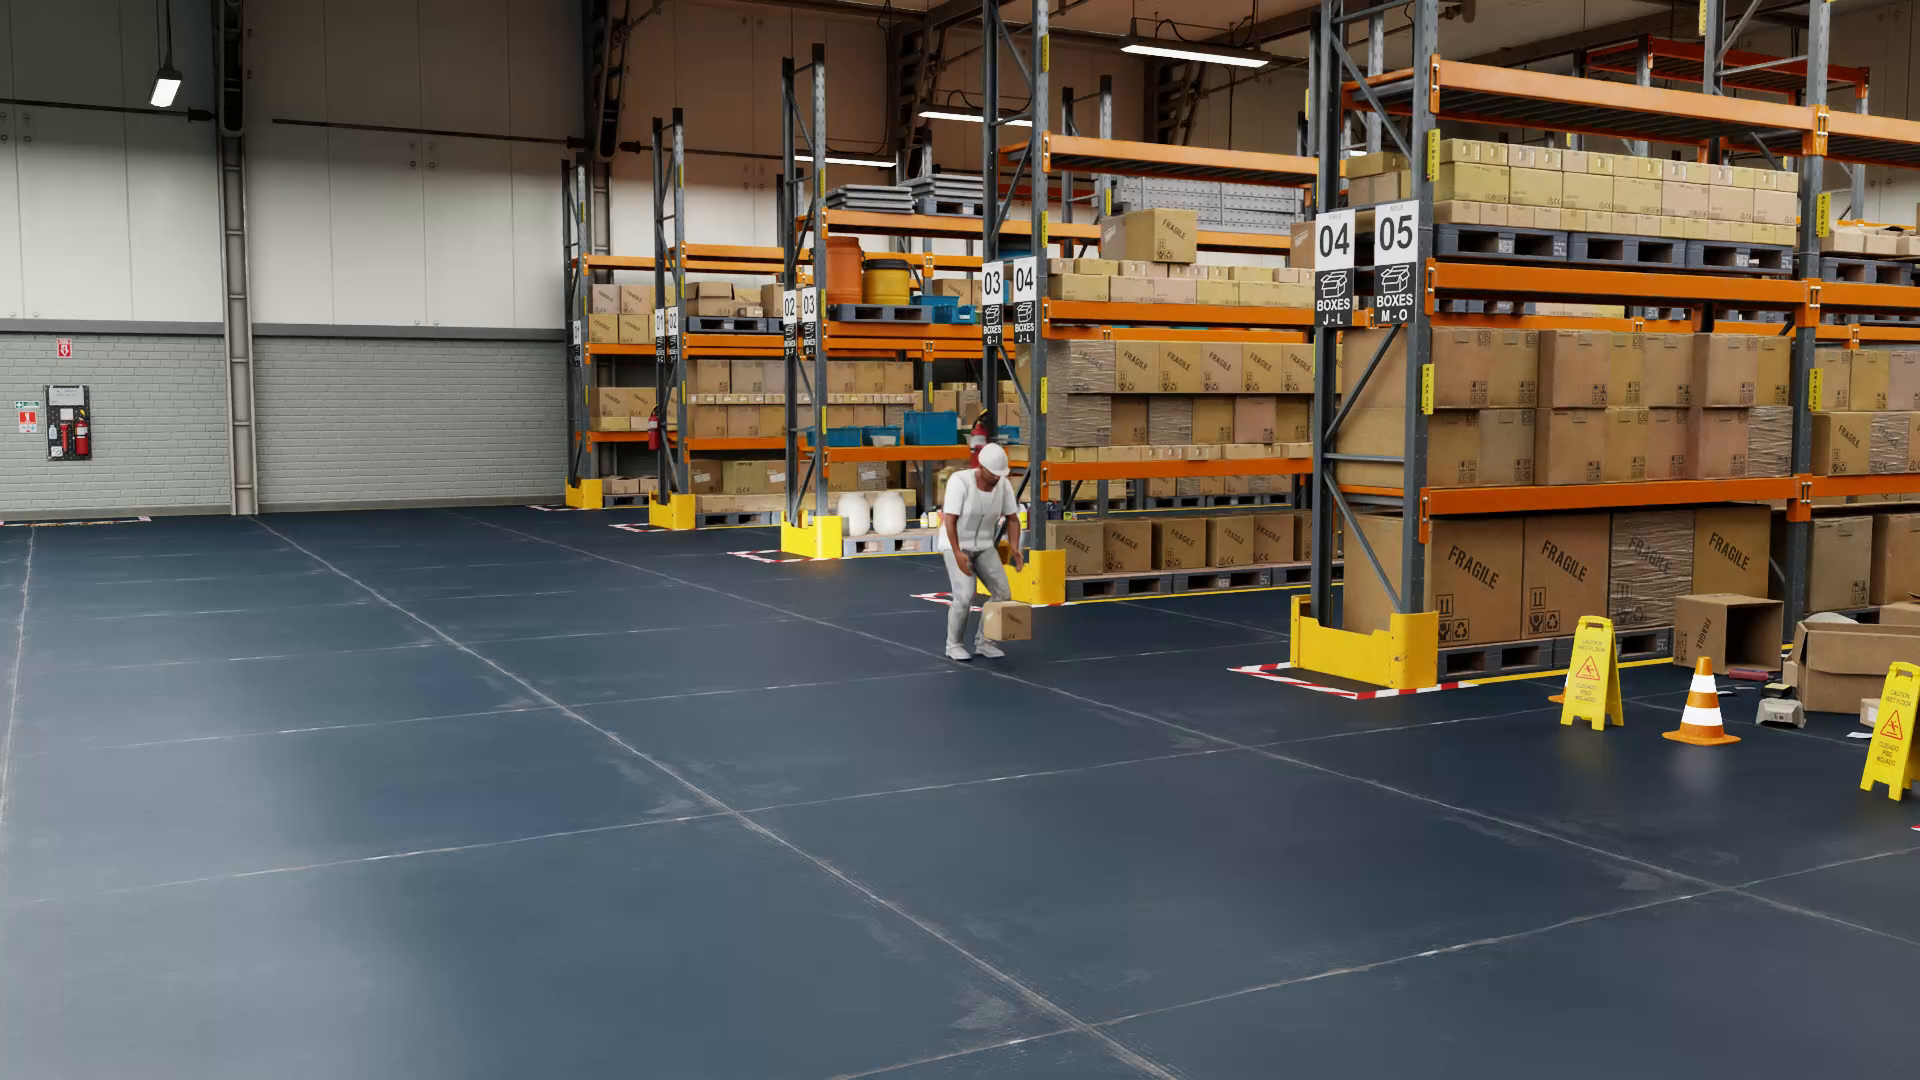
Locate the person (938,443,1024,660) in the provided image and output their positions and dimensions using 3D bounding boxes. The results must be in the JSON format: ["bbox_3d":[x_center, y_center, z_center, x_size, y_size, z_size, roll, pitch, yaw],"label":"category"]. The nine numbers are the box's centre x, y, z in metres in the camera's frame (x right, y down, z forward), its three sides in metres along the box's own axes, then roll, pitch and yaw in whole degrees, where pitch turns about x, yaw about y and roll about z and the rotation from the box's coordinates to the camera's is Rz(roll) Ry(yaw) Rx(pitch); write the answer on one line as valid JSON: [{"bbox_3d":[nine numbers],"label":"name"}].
[{"bbox_3d":[0.150,0.078,12.249,0.620,1.591,0.622,-3,6,-28],"label":"person"}]
